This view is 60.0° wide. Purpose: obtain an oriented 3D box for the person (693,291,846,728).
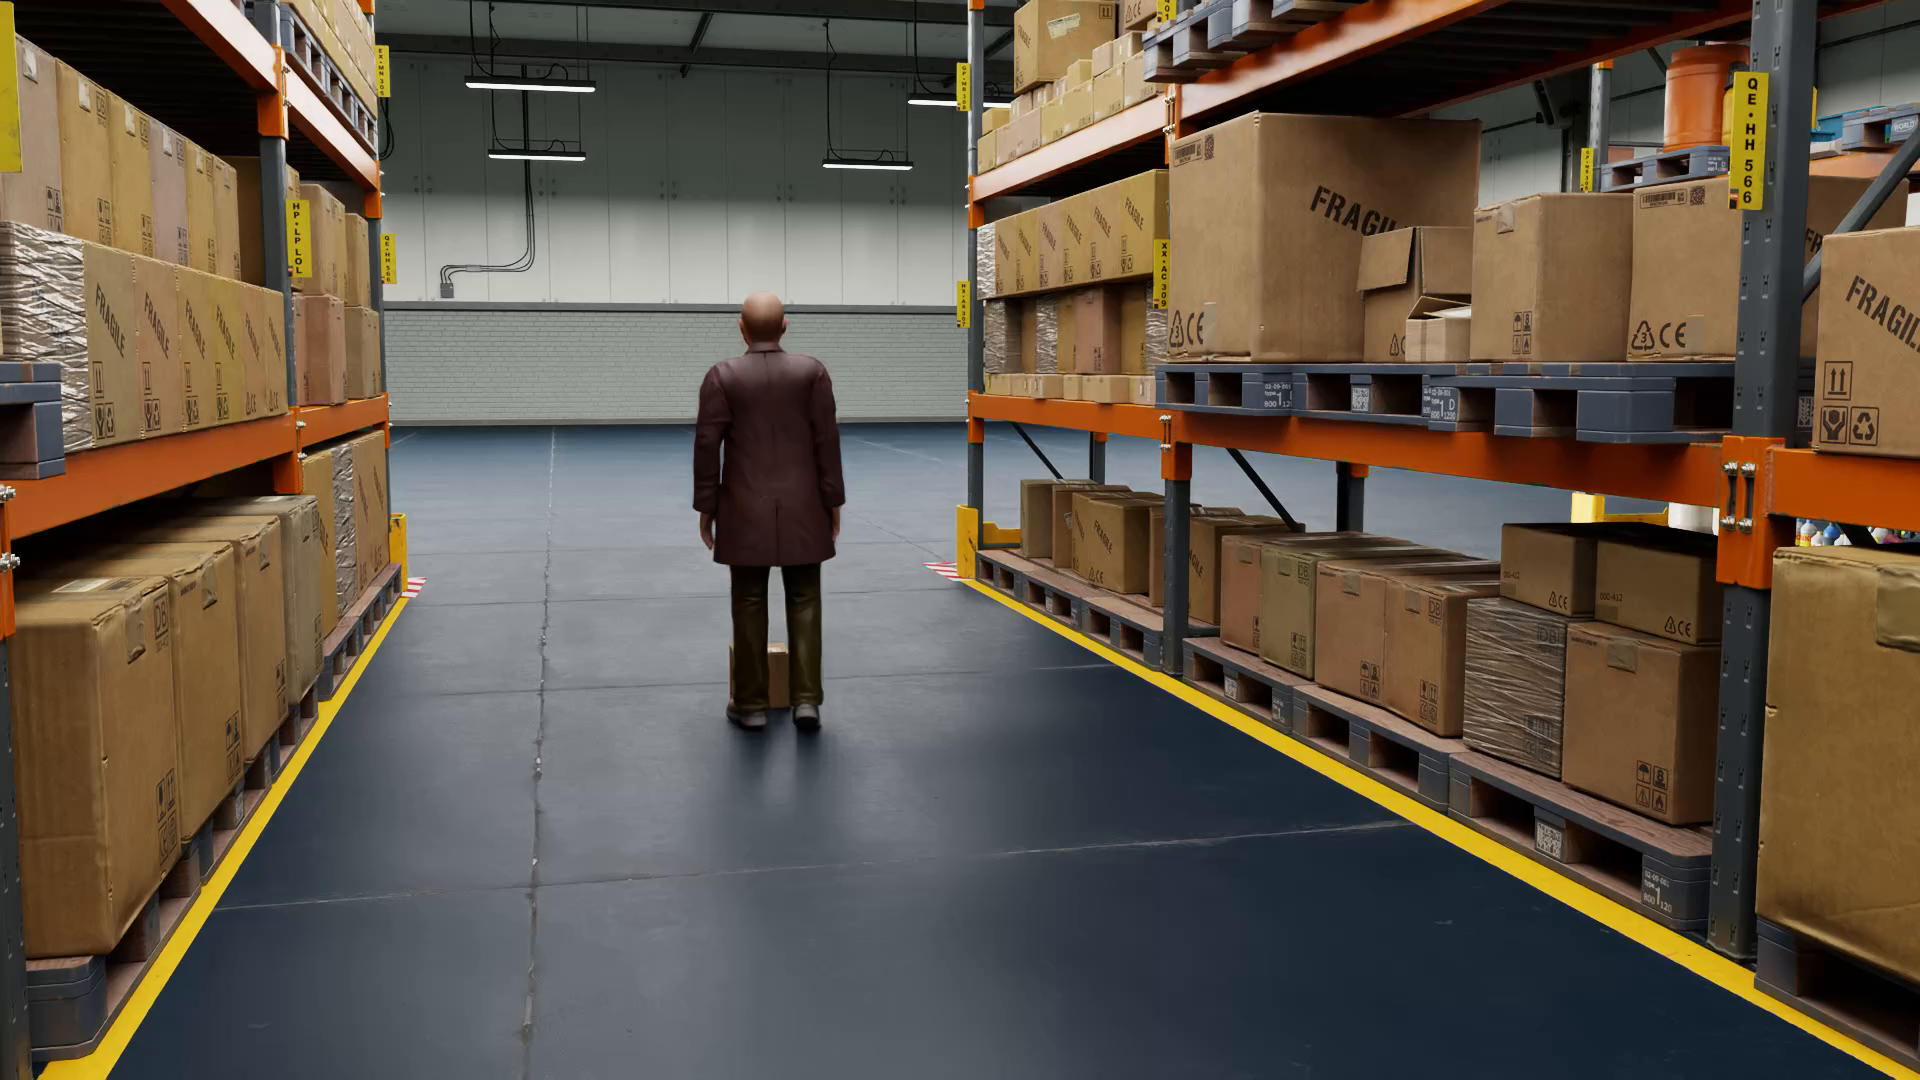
[{"bbox_3d":[-0.790,-0.094,6.876,0.623,1.848,0.471,-1,6,-13],"label":"person"}]
